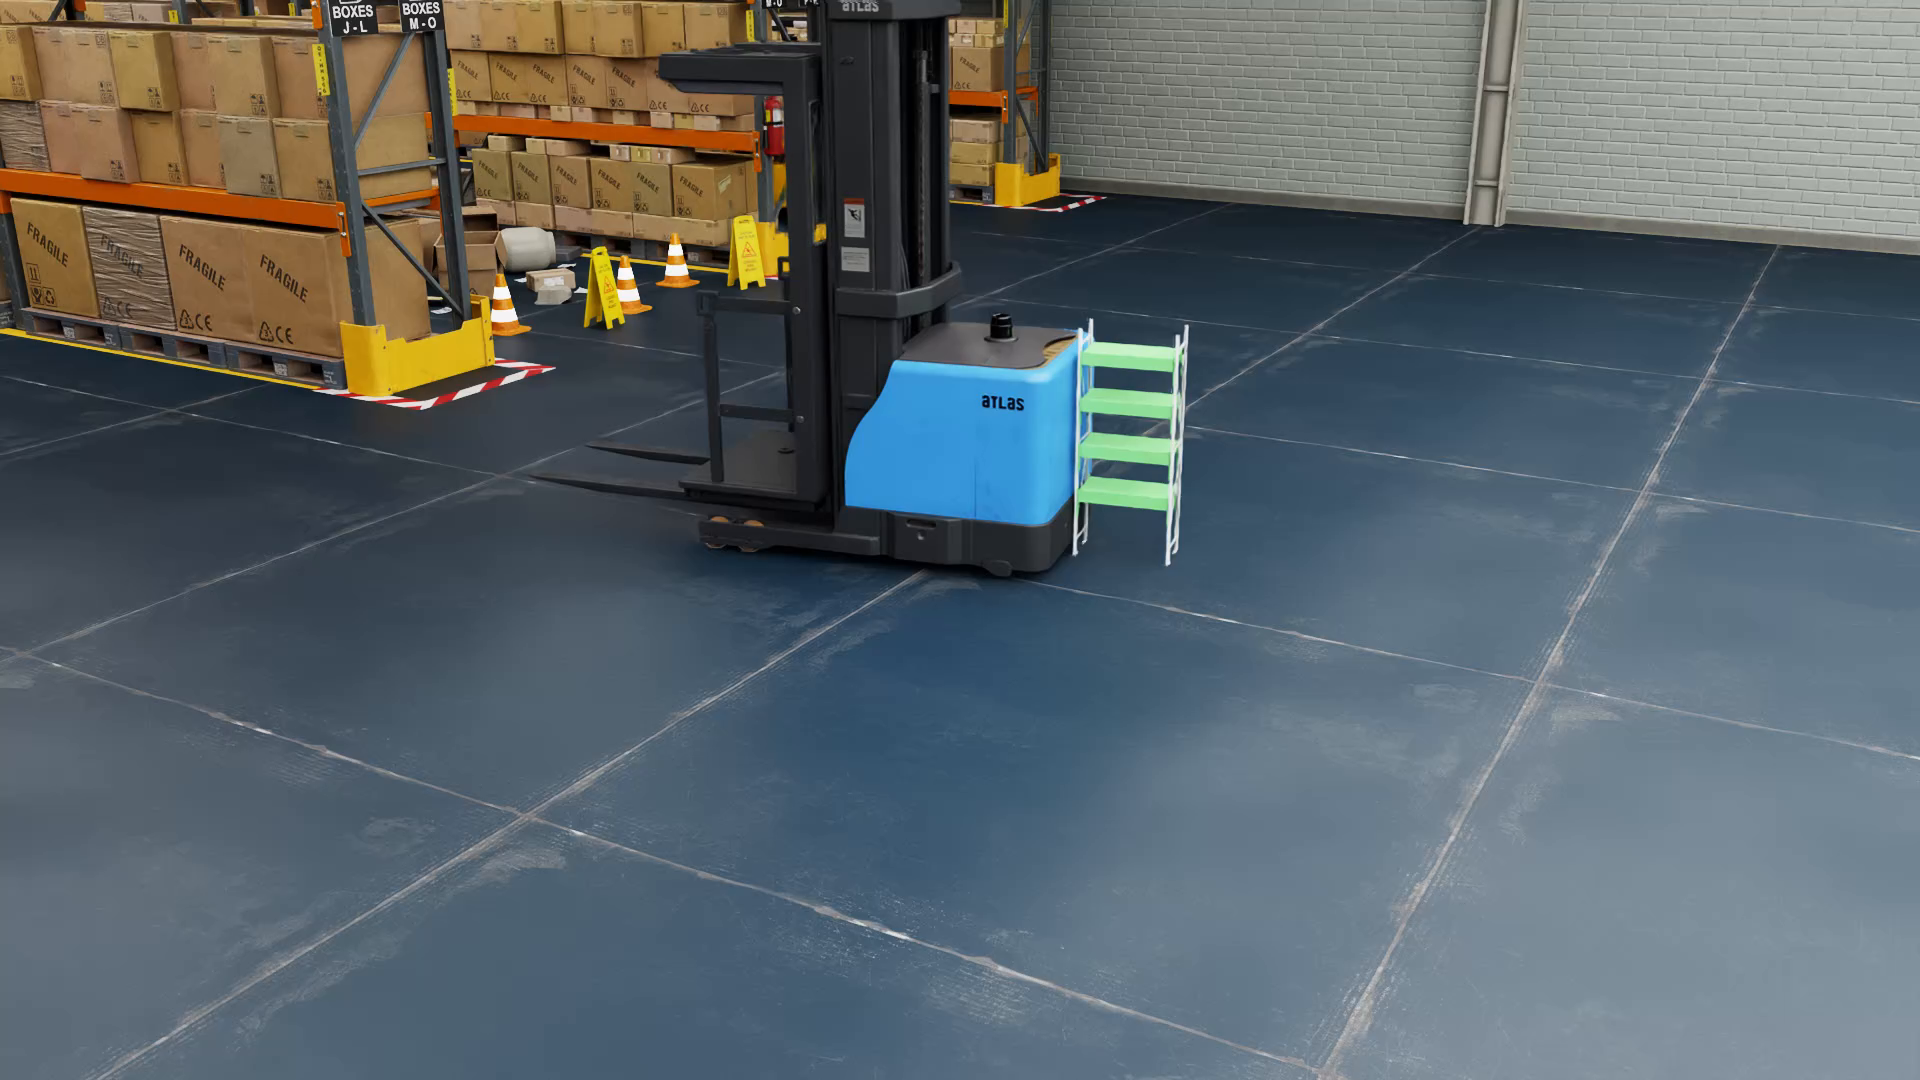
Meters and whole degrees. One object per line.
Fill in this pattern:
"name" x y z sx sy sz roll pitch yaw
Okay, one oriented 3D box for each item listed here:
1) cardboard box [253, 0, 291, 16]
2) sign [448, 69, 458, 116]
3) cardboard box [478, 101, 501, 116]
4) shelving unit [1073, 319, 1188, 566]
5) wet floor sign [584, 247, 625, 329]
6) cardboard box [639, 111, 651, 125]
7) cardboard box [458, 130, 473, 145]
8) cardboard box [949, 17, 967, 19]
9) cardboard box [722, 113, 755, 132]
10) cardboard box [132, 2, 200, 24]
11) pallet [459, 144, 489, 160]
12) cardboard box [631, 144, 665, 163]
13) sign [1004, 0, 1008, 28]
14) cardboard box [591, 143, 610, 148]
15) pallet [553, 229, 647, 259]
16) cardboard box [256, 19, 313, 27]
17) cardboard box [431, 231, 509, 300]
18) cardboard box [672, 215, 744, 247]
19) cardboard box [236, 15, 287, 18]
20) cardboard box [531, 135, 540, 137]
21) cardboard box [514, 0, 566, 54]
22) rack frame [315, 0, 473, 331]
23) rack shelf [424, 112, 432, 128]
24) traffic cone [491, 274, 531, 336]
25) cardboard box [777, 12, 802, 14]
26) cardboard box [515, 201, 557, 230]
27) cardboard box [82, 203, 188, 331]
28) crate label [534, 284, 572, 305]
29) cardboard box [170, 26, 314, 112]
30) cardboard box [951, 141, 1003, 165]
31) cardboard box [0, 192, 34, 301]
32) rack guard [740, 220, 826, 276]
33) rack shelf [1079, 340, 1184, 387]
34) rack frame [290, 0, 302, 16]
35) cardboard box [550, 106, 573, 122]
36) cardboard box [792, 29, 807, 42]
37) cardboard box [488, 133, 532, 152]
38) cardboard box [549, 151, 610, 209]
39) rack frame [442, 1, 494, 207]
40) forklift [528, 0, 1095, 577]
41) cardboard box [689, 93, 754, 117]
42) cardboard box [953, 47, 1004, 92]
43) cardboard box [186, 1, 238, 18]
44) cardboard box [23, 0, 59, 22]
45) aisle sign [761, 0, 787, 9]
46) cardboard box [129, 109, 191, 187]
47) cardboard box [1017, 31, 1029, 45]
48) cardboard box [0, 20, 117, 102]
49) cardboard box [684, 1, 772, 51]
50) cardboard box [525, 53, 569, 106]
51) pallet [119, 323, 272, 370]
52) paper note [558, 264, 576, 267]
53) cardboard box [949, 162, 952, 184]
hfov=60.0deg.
"cardboard box" -10.839 -8.318 26.082 0.500 0.500 0.500 10 22 26
"sign" -3.659 -3.214 11.940 0.005 0.325 0.100 11 23 27
"cardboard box" -4.737 -4.469 17.153 0.250 0.149 0.380 12 23 29
"shelving unit" 0.863 -0.496 8.472 0.503 1.200 0.258 6 21 17
"wet floor sign" -2.944 -2.083 13.662 0.232 0.644 0.267 7 21 18
"cardboard box" -2.924 -4.153 16.283 0.250 0.149 0.380 11 23 28
"cardboard box" -7.082 -6.020 24.111 0.500 0.500 0.500 10 22 26
"cardboard box" -0.039 -6.324 20.367 0.250 0.149 0.380 11 23 28
"cardboard box" -2.040 -3.976 15.796 0.250 0.149 0.380 12 23 29
"cardboard box" -9.173 -5.951 19.260 0.500 0.500 0.500 10 22 26
"pallet" -6.810 -5.729 24.349 1.213 0.211 1.003 11 23 27
"cardboard box" -3.007 -3.798 16.301 0.250 0.149 0.380 11 23 28
"sign" 0.531 -6.071 19.156 0.005 0.325 0.100 11 23 27
"cardboard box" -4.009 -3.916 17.578 0.500 0.500 0.500 11 23 28
"pallet" -3.429 -3.146 17.230 1.213 0.211 1.003 11 23 27
"cardboard box" -7.388 -5.496 18.419 0.500 0.500 0.500 11 23 28
"cardboard box" -4.378 -2.461 14.911 0.637 0.503 0.797 -4 20 -10
"cardboard box" -2.467 -3.059 16.316 0.500 0.250 0.500 11 23 27
"cardboard box" -8.061 -5.818 19.306 0.500 0.500 0.500 10 22 26
"cardboard box" -5.638 -5.878 23.537 0.625 0.625 0.875 12 23 29
"cardboard box" -3.963 -5.097 16.469 0.500 0.500 0.700 10 22 26
"rack frame" -3.935 -2.605 11.649 0.127 3.000 1.000 11 23 27
"rack shelf" -6.848 -4.755 18.631 4.000 0.370 1.077 11 23 27
"traffic cone" -3.706 -1.924 13.490 0.334 0.463 0.336 11 23 27
"cardboard box" -2.258 -6.768 21.590 0.250 0.149 0.380 11 23 27
"cardboard box" -4.247 -3.402 17.261 0.500 0.250 0.500 12 23 30
"cardboard box" -6.124 -2.195 13.017 0.875 0.875 0.875 11 23 28
"crate label" -3.575 -2.163 14.627 0.298 0.136 0.250 0 20 -1
"cardboard box" -5.188 -3.454 12.186 0.550 0.550 0.875 11 23 27
"cardboard box" 0.231 -4.702 20.112 0.500 0.250 0.500 10 22 27
"cardboard box" -8.013 -2.487 14.005 0.750 0.750 1.050 11 23 27
"rack guard" -1.676 -2.933 16.219 0.348 0.500 1.175 11 23 27
"rack shelf" 0.863 -0.887 8.330 0.480 0.148 0.258 6 21 17
"rack frame" -9.668 -7.570 25.334 0.127 3.000 1.000 11 23 27
"cardboard box" -3.871 -4.280 16.632 0.250 0.149 0.380 11 23 28
"cardboard box" -1.887 -6.319 20.789 0.250 0.149 0.380 11 23 28
"cardboard box" -4.638 -4.106 17.152 0.250 0.149 0.380 11 23 28
"cardboard box" -3.793 -3.668 16.894 0.500 0.500 0.500 12 23 30
"rack frame" -5.102 -4.761 17.591 0.127 3.000 1.000 11 23 27
"forklift" -0.852 -1.474 8.630 3.031 2.935 1.130 6 21 17
"cardboard box" -2.218 -4.291 15.713 0.500 0.500 0.500 10 22 26
"cardboard box" 0.250 -5.625 19.826 0.500 0.500 0.500 10 22 26
"cardboard box" -8.905 -6.098 19.664 0.500 0.500 0.500 10 22 26
"cardboard box" -10.947 -6.289 20.191 0.500 0.500 0.500 10 22 26
"aisle sign" -1.697 -5.221 15.048 0.004 0.787 0.394 11 23 27
"cardboard box" -5.683 -3.015 12.559 0.500 0.550 0.875 11 23 27
"cardboard box" 0.638 -6.060 20.074 0.250 0.149 0.380 10 22 26
"cardboard box" -7.122 -3.777 13.076 0.550 0.550 0.875 11 23 27
"cardboard box" -2.162 -4.773 15.574 0.500 0.500 0.700 10 22 26
"cardboard box" -3.972 -4.628 16.641 0.500 0.500 0.500 11 22 27
"pallet" -5.733 -1.607 12.987 1.213 0.211 1.003 11 23 27
"paper note" -3.831 -2.680 16.209 0.148 0.019 0.142 3 20 9
"cardboard box" -0.186 -4.549 20.422 0.500 0.250 0.500 11 23 27
